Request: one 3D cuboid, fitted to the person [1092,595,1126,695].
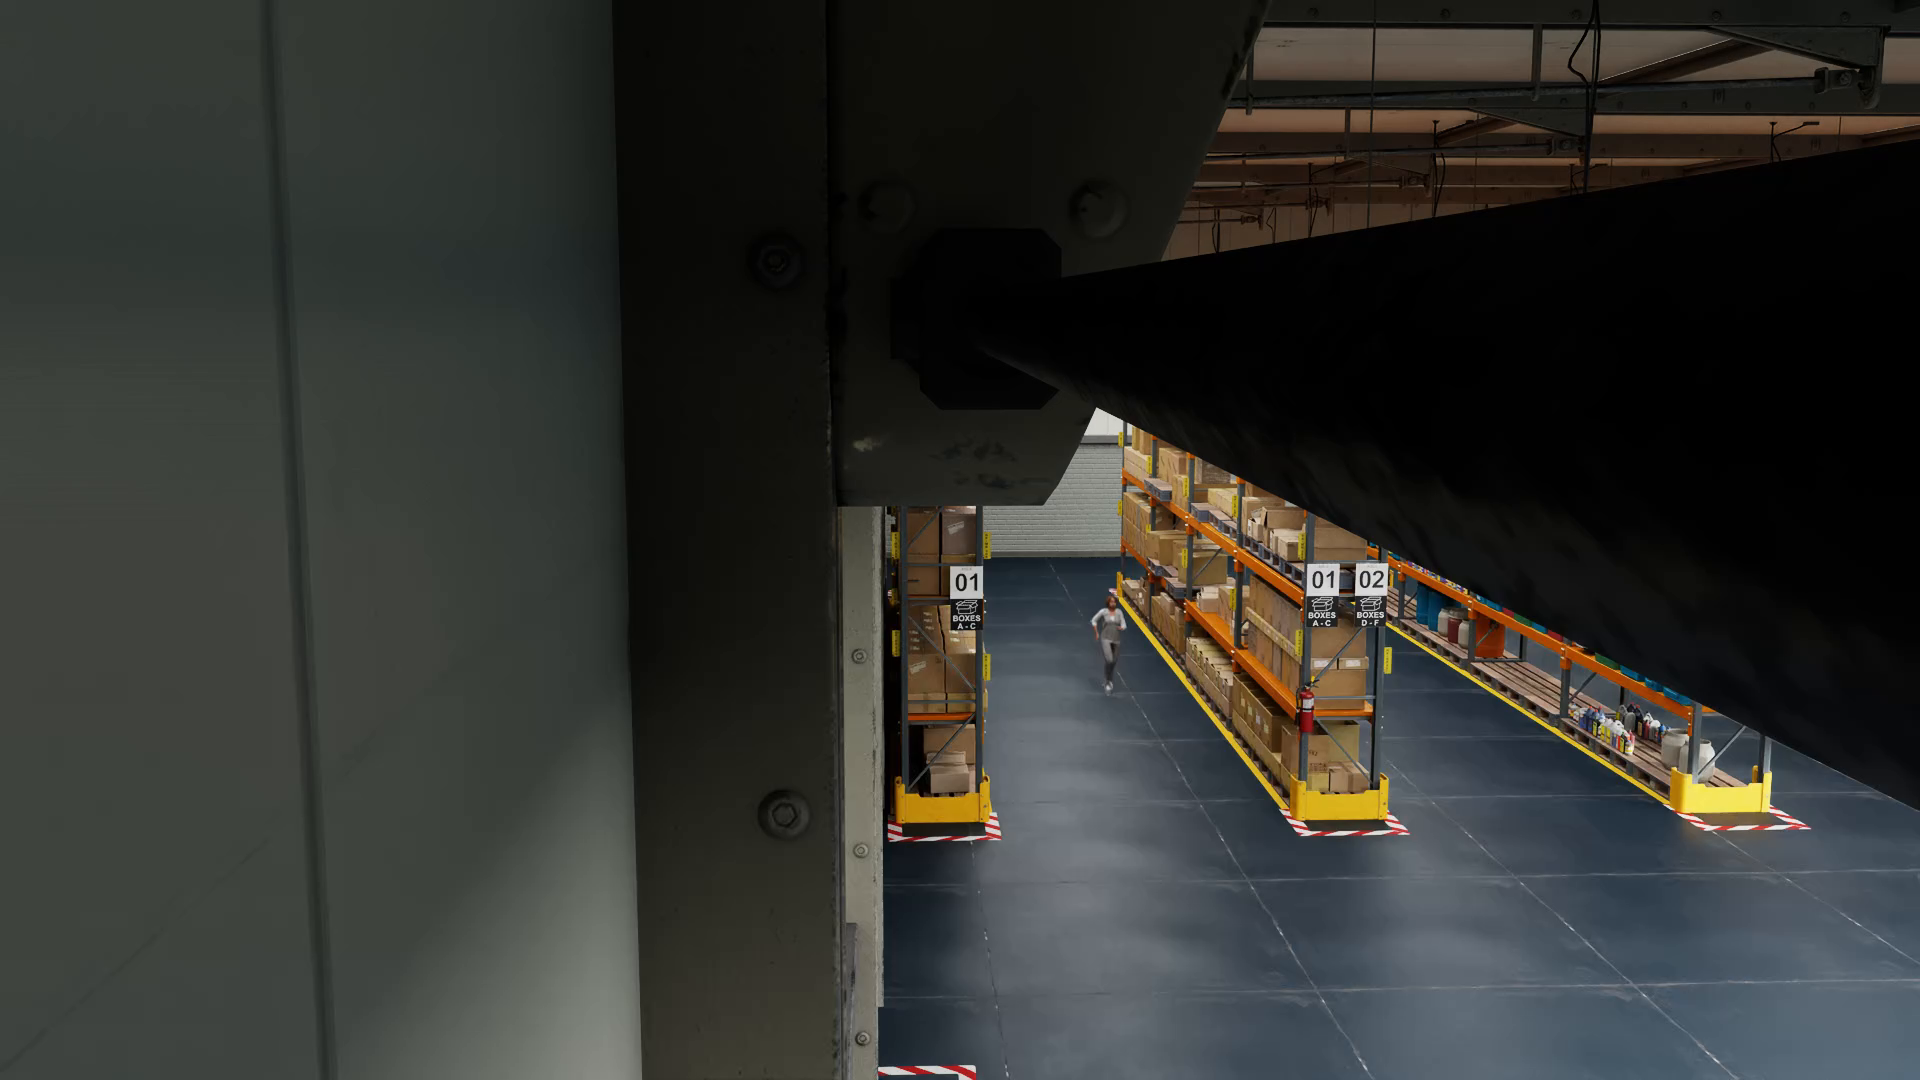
[{"bbox_3d":[2.468,1.748,27.327,0.503,1.562,0.703,-2,8,-15],"label":"person"}]
